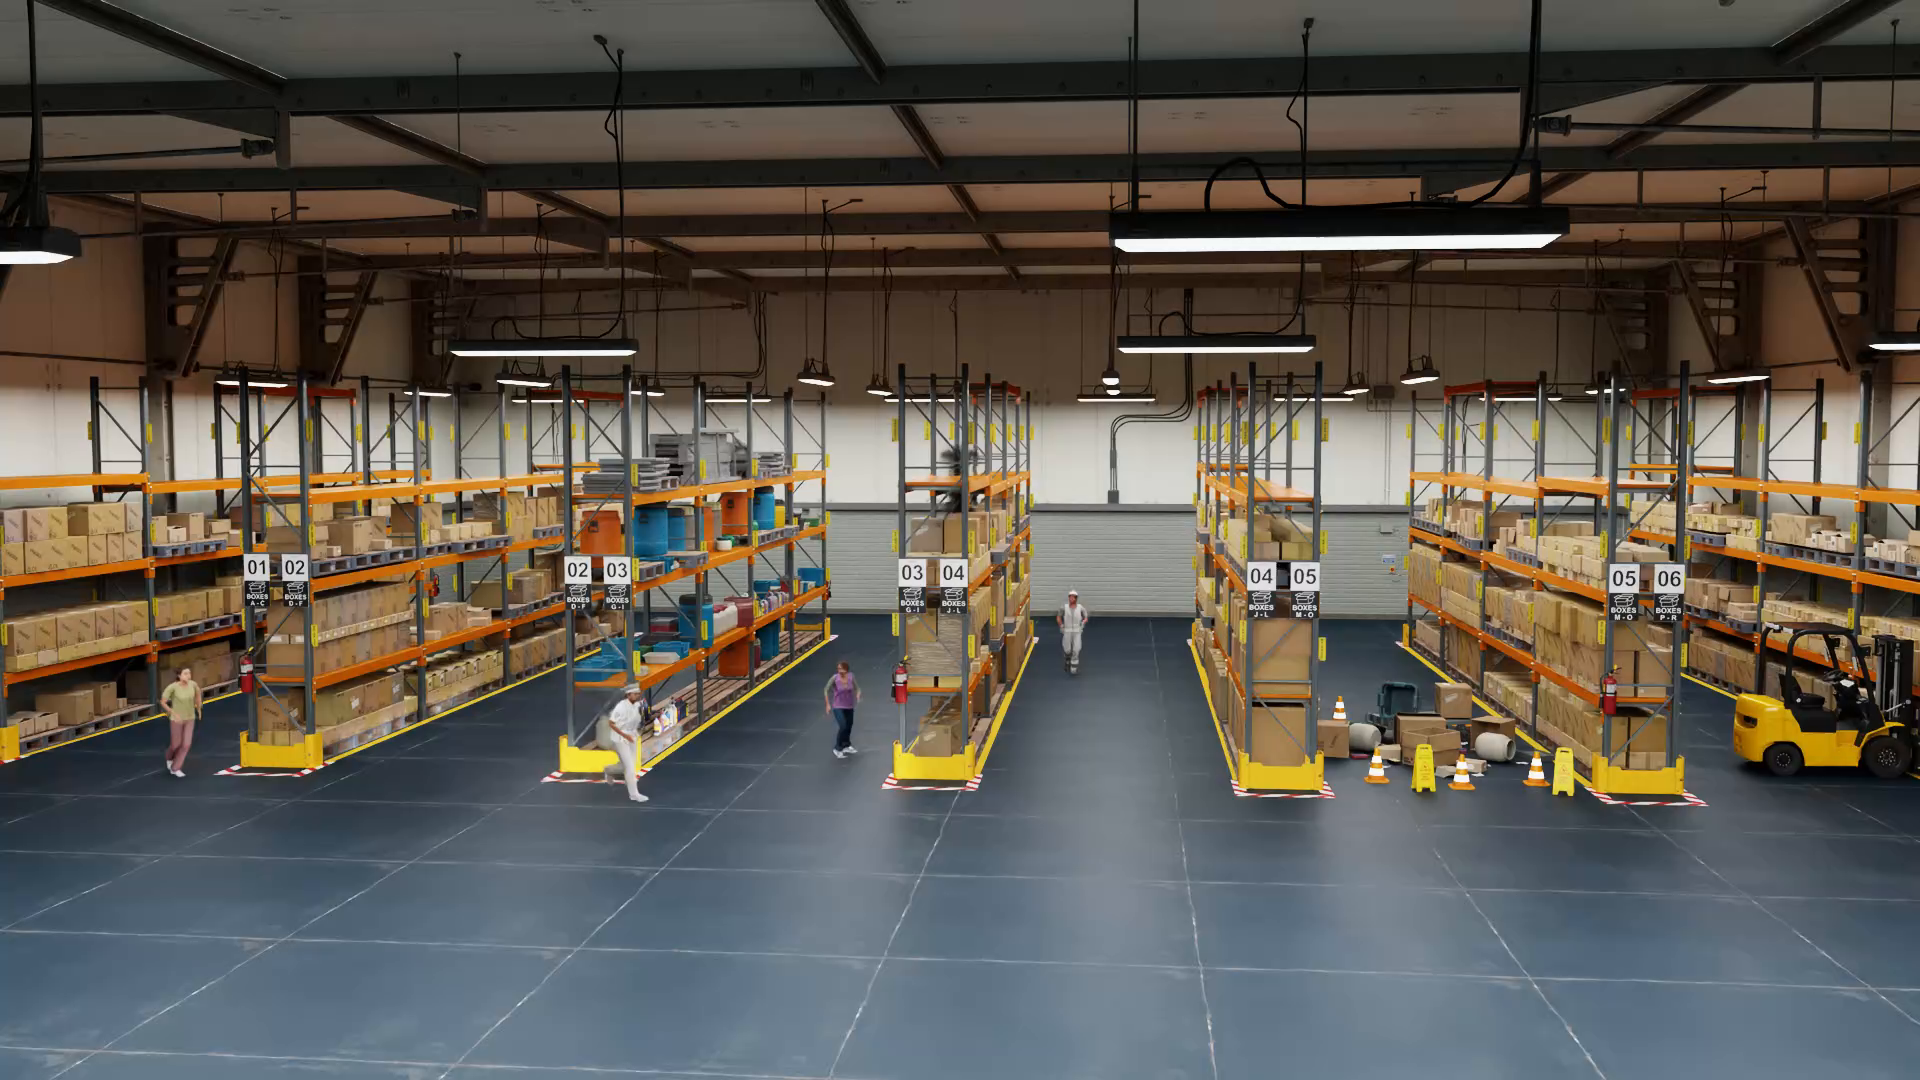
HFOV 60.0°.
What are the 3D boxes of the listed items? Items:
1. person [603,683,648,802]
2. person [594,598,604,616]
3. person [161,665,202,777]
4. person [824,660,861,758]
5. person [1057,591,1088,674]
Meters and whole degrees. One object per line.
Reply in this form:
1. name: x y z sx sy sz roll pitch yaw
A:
1. person: -4.636 2.737 22.684 0.773 1.640 0.561 3 5 36
2. person: -9.216 1.343 43.221 0.672 1.847 0.931 -3 5 -43
3. person: -11.461 2.635 24.455 0.602 1.636 0.605 -3 5 -43
4. person: -1.778 2.633 25.725 0.549 1.512 0.757 -2 4 -33
5. person: 2.324 1.924 34.347 0.646 1.743 0.602 0 4 2
